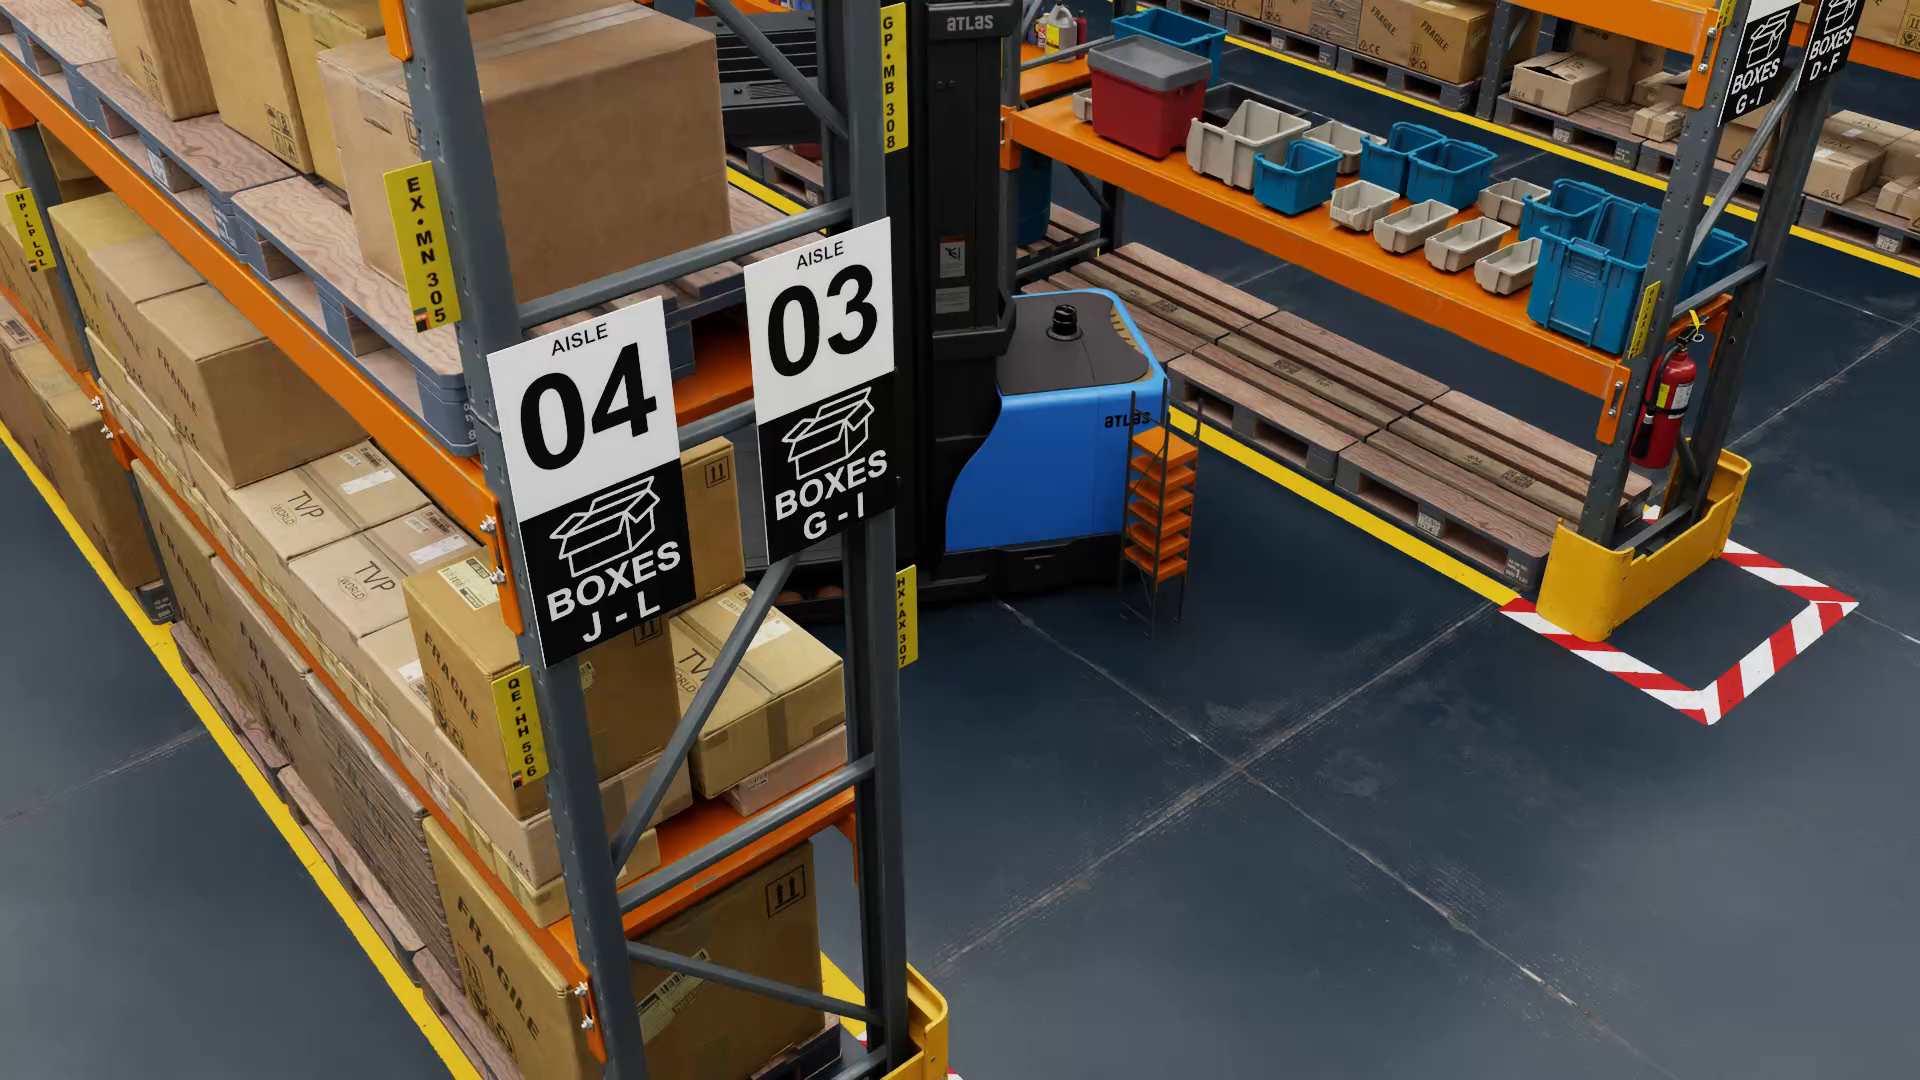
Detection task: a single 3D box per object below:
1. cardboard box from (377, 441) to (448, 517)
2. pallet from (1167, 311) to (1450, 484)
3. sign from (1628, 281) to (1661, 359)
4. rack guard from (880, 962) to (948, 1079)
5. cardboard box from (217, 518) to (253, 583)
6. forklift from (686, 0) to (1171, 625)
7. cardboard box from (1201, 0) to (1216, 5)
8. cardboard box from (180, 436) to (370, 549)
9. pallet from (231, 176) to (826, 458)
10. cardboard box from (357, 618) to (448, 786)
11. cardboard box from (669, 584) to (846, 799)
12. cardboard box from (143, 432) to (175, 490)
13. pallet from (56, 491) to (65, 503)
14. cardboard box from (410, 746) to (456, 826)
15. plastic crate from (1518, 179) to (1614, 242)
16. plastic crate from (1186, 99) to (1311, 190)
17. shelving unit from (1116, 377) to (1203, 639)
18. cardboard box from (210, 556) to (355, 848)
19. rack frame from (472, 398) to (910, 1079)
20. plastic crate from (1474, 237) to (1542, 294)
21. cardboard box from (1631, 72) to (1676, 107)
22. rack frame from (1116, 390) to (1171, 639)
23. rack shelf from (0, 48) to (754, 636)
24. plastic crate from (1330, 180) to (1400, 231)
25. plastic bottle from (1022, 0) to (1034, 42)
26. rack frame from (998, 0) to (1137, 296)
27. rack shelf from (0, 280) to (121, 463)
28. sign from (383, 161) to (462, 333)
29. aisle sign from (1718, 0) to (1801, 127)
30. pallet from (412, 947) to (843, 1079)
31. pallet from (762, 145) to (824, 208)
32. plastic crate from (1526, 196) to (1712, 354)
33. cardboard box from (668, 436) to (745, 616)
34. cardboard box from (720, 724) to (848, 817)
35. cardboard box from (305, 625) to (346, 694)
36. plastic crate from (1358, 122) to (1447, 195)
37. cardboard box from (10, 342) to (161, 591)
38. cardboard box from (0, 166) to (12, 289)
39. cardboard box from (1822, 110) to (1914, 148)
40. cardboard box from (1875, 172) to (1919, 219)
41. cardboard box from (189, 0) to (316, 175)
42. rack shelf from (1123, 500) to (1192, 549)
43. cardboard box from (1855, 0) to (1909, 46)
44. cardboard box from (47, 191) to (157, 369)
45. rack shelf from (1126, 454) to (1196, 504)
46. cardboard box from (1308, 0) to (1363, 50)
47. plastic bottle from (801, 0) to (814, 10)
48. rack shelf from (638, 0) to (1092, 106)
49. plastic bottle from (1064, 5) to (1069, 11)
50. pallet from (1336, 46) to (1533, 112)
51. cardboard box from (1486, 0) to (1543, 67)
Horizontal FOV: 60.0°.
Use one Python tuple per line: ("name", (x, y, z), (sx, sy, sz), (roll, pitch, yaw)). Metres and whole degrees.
("cardboard box", (-1.692, -0.244, 5.872), (0.500, 0.250, 0.500), (-27, 43, -33))
("pallet", (1.913, -0.819, 9.224), (1.003, 0.211, 1.213), (-26, 43, -32))
("sign", (2.788, -0.894, 6.776), (0.100, 0.325, 0.005), (-26, 43, -32))
("rack guard", (-0.570, 1.838, 5.223), (1.175, 0.500, 0.348), (-26, 43, -32))
("cardboard box", (-2.393, -0.030, 5.914), (0.380, 0.149, 0.250), (-25, 43, -31))
("forklift", (-0.612, -1.125, 7.302), (3.031, 2.935, 1.130), (-7, 36, -9))
("cardboard box", (2.240, -5.041, 14.555), (0.500, 0.500, 0.500), (-28, 44, -33))
("cardboard box", (-2.408, -0.266, 5.903), (0.500, 0.250, 0.500), (-25, 42, -31))
("pallet", (-1.072, -0.704, 4.131), (1.003, 0.211, 1.213), (-26, 43, -32))
("cardboard box", (-1.428, 0.408, 4.951), (0.500, 0.250, 0.500), (-27, 43, -33))
("cardboard box", (-0.689, 0.434, 4.914), (0.500, 0.250, 0.500), (-27, 43, -33))
("cardboard box", (-2.890, -0.370, 6.394), (0.380, 0.149, 0.250), (-25, 42, -30))
("pallet", (-4.514, -0.672, 9.017), (1.003, 0.211, 1.213), (-26, 43, -32))
("cardboard box", (-1.398, 0.649, 4.955), (0.380, 0.149, 0.250), (-26, 43, -32))
("plastic crate", (2.866, -1.519, 7.892), (0.416, 0.233, 0.300), (-26, 43, -32))
("plastic crate", (1.462, -2.040, 8.585), (0.437, 0.282, 0.530), (-26, 43, -32))
("shelving unit", (0.878, -0.124, 7.387), (0.189, 1.200, 0.258), (-23, 41, -29))
("cardboard box", (-2.221, 0.455, 6.487), (0.875, 0.875, 0.875), (-26, 43, -32))
("rack frame", (-0.585, 0.807, 4.515), (1.000, 3.000, 0.127), (-26, 43, -32))
("plastic crate", (2.534, -1.250, 7.595), (0.396, 0.136, 0.243), (-26, 43, -32))
("cardboard box", (5.275, -3.379, 12.512), (0.380, 0.149, 0.250), (-26, 43, -32))
("rack frame", (0.804, -0.093, 7.343), (0.006, 1.200, 0.240), (-23, 41, -29))
("rack shelf", (-1.876, -1.006, 5.103), (1.077, 0.370, 4.000), (-26, 43, -32))
("plastic crate", (1.954, -1.621, 8.119), (0.298, 0.136, 0.250), (-26, 43, -32))
("plastic bottle", (0.373, -3.264, 10.370), (0.152, 0.276, 0.135), (-26, 43, -32))
("rack frame", (0.617, -2.806, 9.617), (1.000, 3.000, 0.127), (-26, 43, -32))
("rack shelf", (-4.457, -1.548, 8.463), (1.077, 0.370, 4.000), (-26, 43, -32))
("sign", (-1.009, -0.550, 3.138), (0.100, 0.325, 0.005), (-26, 43, -32))
("aisle sign", (3.021, -1.960, 6.173), (0.394, 0.787, 0.004), (-26, 43, -32))
("pallet", (-1.161, 1.621, 5.778), (1.003, 0.211, 1.213), (-26, 43, -32))
("pallet", (-0.641, -2.563, 11.687), (1.003, 0.211, 1.213), (-26, 43, -32))
("plastic crate", (2.839, -1.157, 7.206), (0.616, 0.435, 0.499), (-26, 43, -32))
("cardboard box", (-1.012, -0.092, 5.009), (0.500, 0.500, 0.500), (-27, 43, -33))
("cardboard box", (-0.562, 0.630, 4.983), (0.380, 0.149, 0.250), (-25, 43, -31))
("cardboard box", (-1.895, 0.311, 5.434), (0.380, 0.149, 0.250), (-26, 43, -32))
("plastic crate", (2.247, -1.942, 8.490), (0.416, 0.233, 0.300), (-26, 43, -32))
("cardboard box", (-3.595, -0.538, 7.890), (1.225, 0.875, 0.875), (-26, 43, -32))
("cardboard box", (-4.334, -1.553, 7.762), (0.500, 0.500, 0.500), (-27, 43, -32))
("cardboard box", (6.205, -2.731, 11.509), (0.500, 0.250, 0.500), (-26, 43, -32))
("cardboard box", (6.253, -2.270, 10.931), (0.380, 0.166, 0.250), (-26, 43, -32))
("cardboard box", (-1.604, -1.383, 4.476), (0.700, 0.500, 0.500), (-29, 45, -35))
("rack shelf", (0.878, -0.088, 7.413), (0.180, 0.103, 0.258), (-23, 41, -29))
("cardboard box", (5.832, -3.473, 10.472), (0.500, 0.500, 0.500), (-26, 43, -31))
("cardboard box", (-3.053, -1.018, 6.316), (0.500, 0.500, 0.500), (-26, 43, -32))
("rack shelf", (0.878, -0.284, 7.274), (0.180, 0.103, 0.258), (-23, 41, -29))
("cardboard box", (3.230, -4.365, 13.601), (0.500, 0.500, 0.500), (-25, 43, -31))
("plastic bottle", (-0.937, -3.556, 10.719), (0.144, 0.351, 0.185), (-26, 43, -32))
("rack shelf", (-0.674, -3.396, 11.072), (1.077, 0.370, 4.000), (-26, 43, -32))
("plastic bottle", (0.620, -3.139, 10.187), (0.061, 0.283, 0.133), (-26, 43, -32))
("pallet", (3.849, -3.859, 13.516), (1.003, 0.211, 1.213), (-26, 43, -32))
("cardboard box", (4.277, -4.116, 13.248), (0.500, 0.500, 0.500), (-28, 44, -34))
